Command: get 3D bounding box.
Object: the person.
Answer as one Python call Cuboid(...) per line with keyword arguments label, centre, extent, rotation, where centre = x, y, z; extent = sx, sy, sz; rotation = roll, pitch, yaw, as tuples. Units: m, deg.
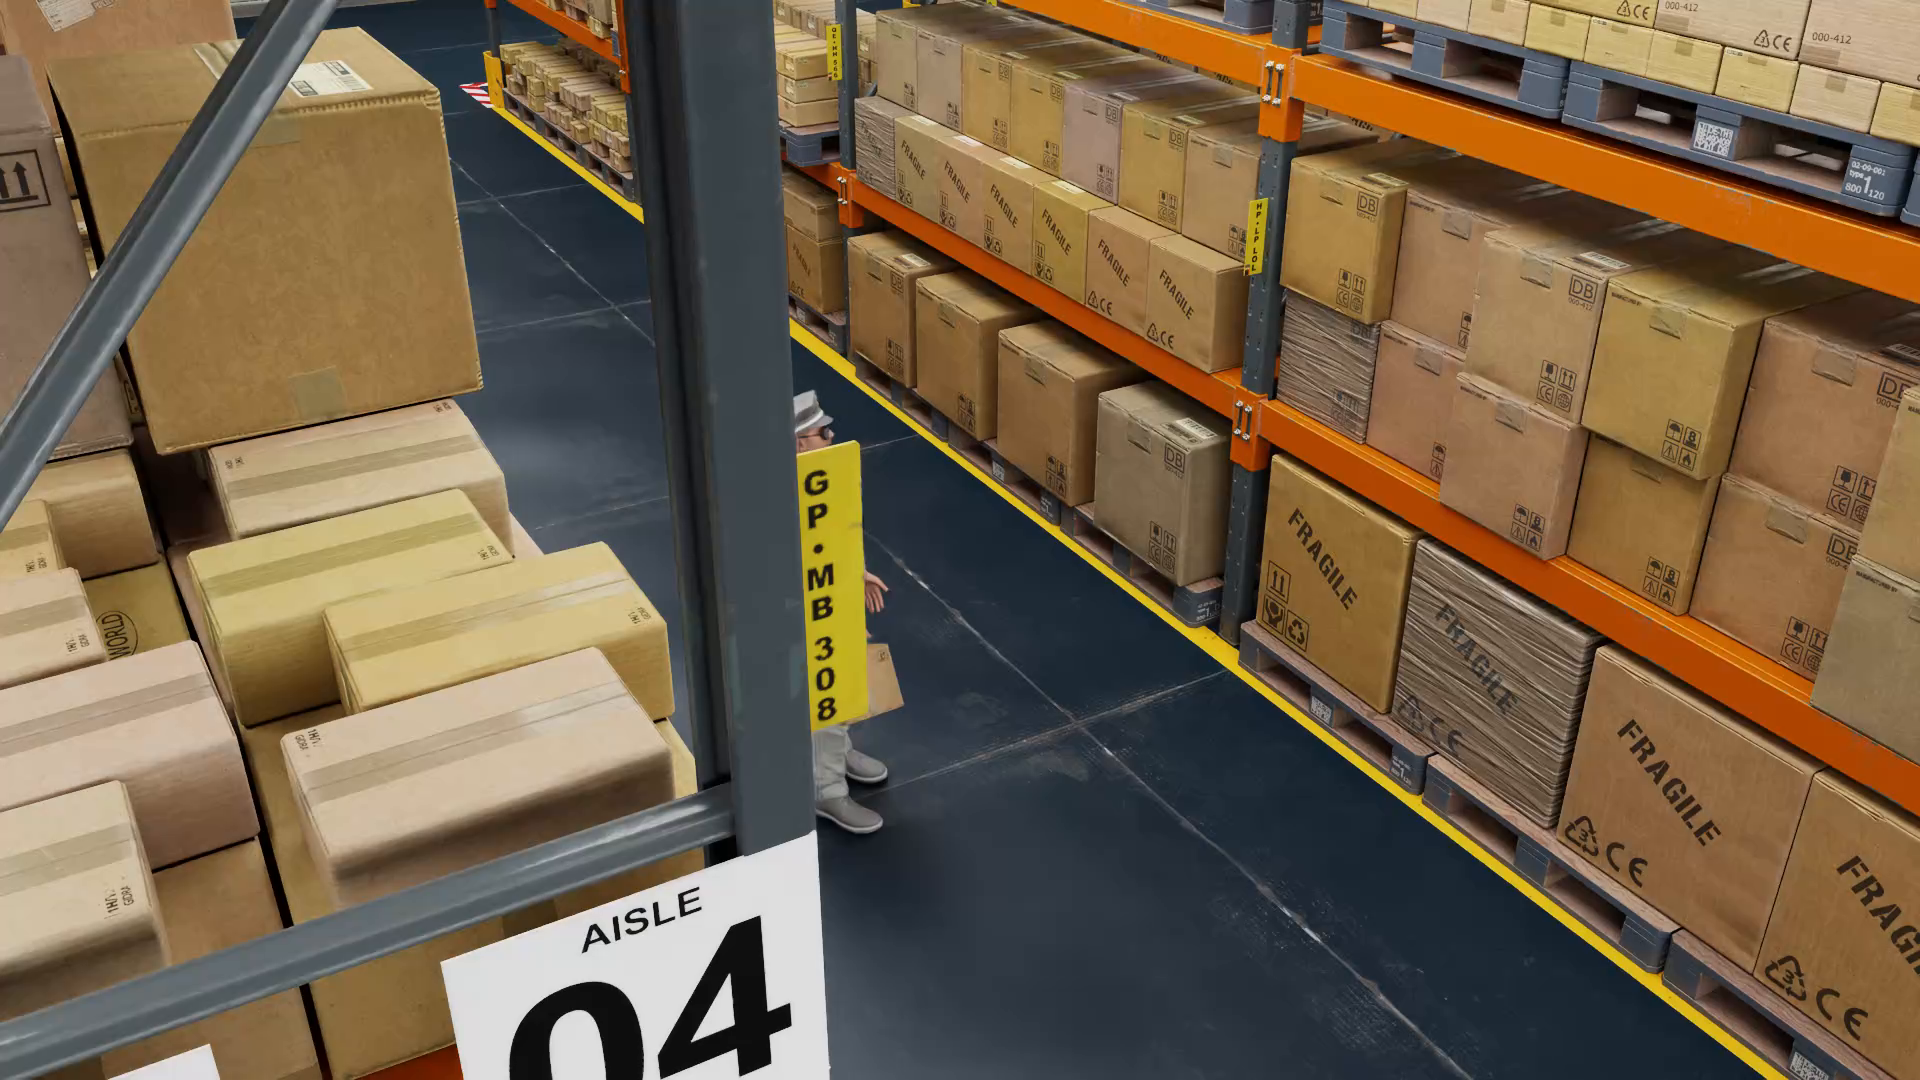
Cuboid(label="person", centre=(-0.522, 0.270, 6.571), extent=(0.471, 1.789, 0.604), rotation=(-1, 29, -1))
